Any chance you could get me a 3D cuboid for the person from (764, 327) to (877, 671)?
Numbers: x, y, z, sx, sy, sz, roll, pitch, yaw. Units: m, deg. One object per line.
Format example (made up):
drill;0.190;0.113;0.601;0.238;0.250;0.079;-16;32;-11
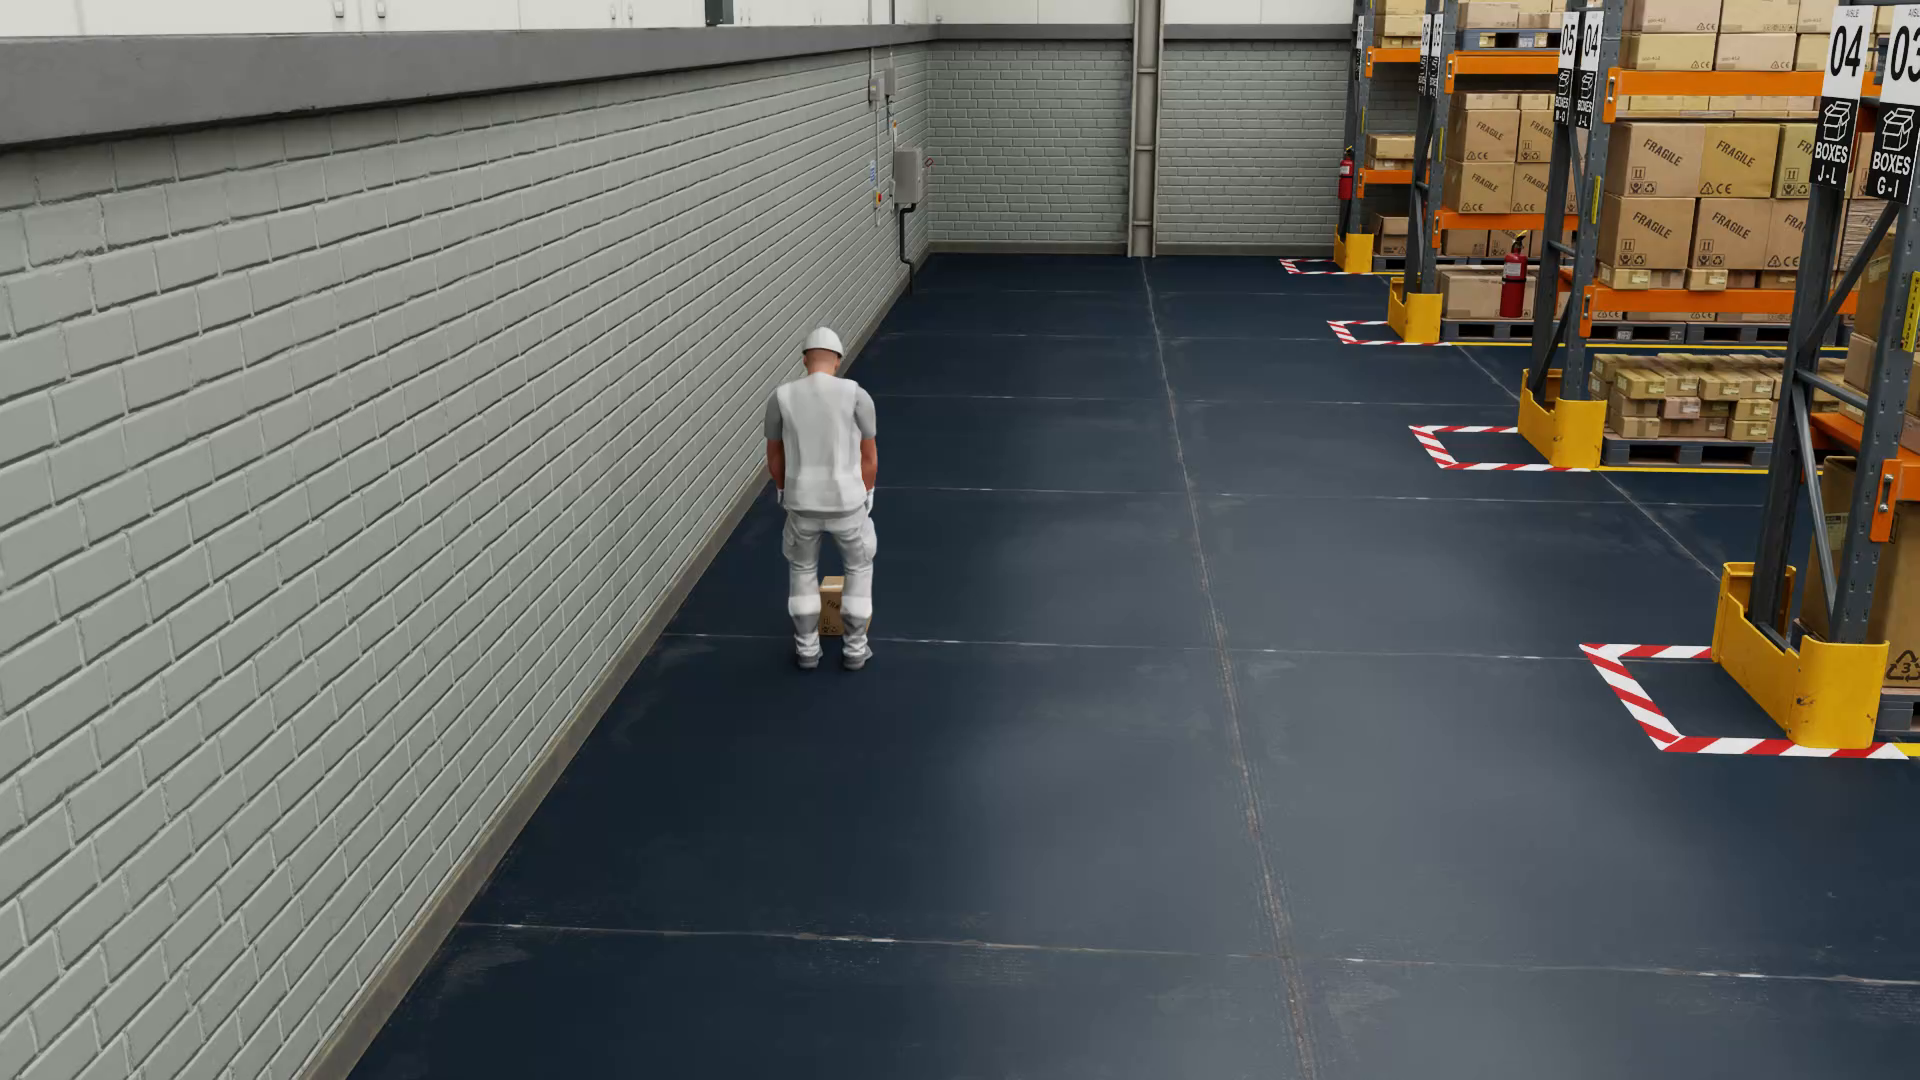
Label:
person;-0.684;-0.199;8.303;0.554;1.698;0.517;2;17;5
